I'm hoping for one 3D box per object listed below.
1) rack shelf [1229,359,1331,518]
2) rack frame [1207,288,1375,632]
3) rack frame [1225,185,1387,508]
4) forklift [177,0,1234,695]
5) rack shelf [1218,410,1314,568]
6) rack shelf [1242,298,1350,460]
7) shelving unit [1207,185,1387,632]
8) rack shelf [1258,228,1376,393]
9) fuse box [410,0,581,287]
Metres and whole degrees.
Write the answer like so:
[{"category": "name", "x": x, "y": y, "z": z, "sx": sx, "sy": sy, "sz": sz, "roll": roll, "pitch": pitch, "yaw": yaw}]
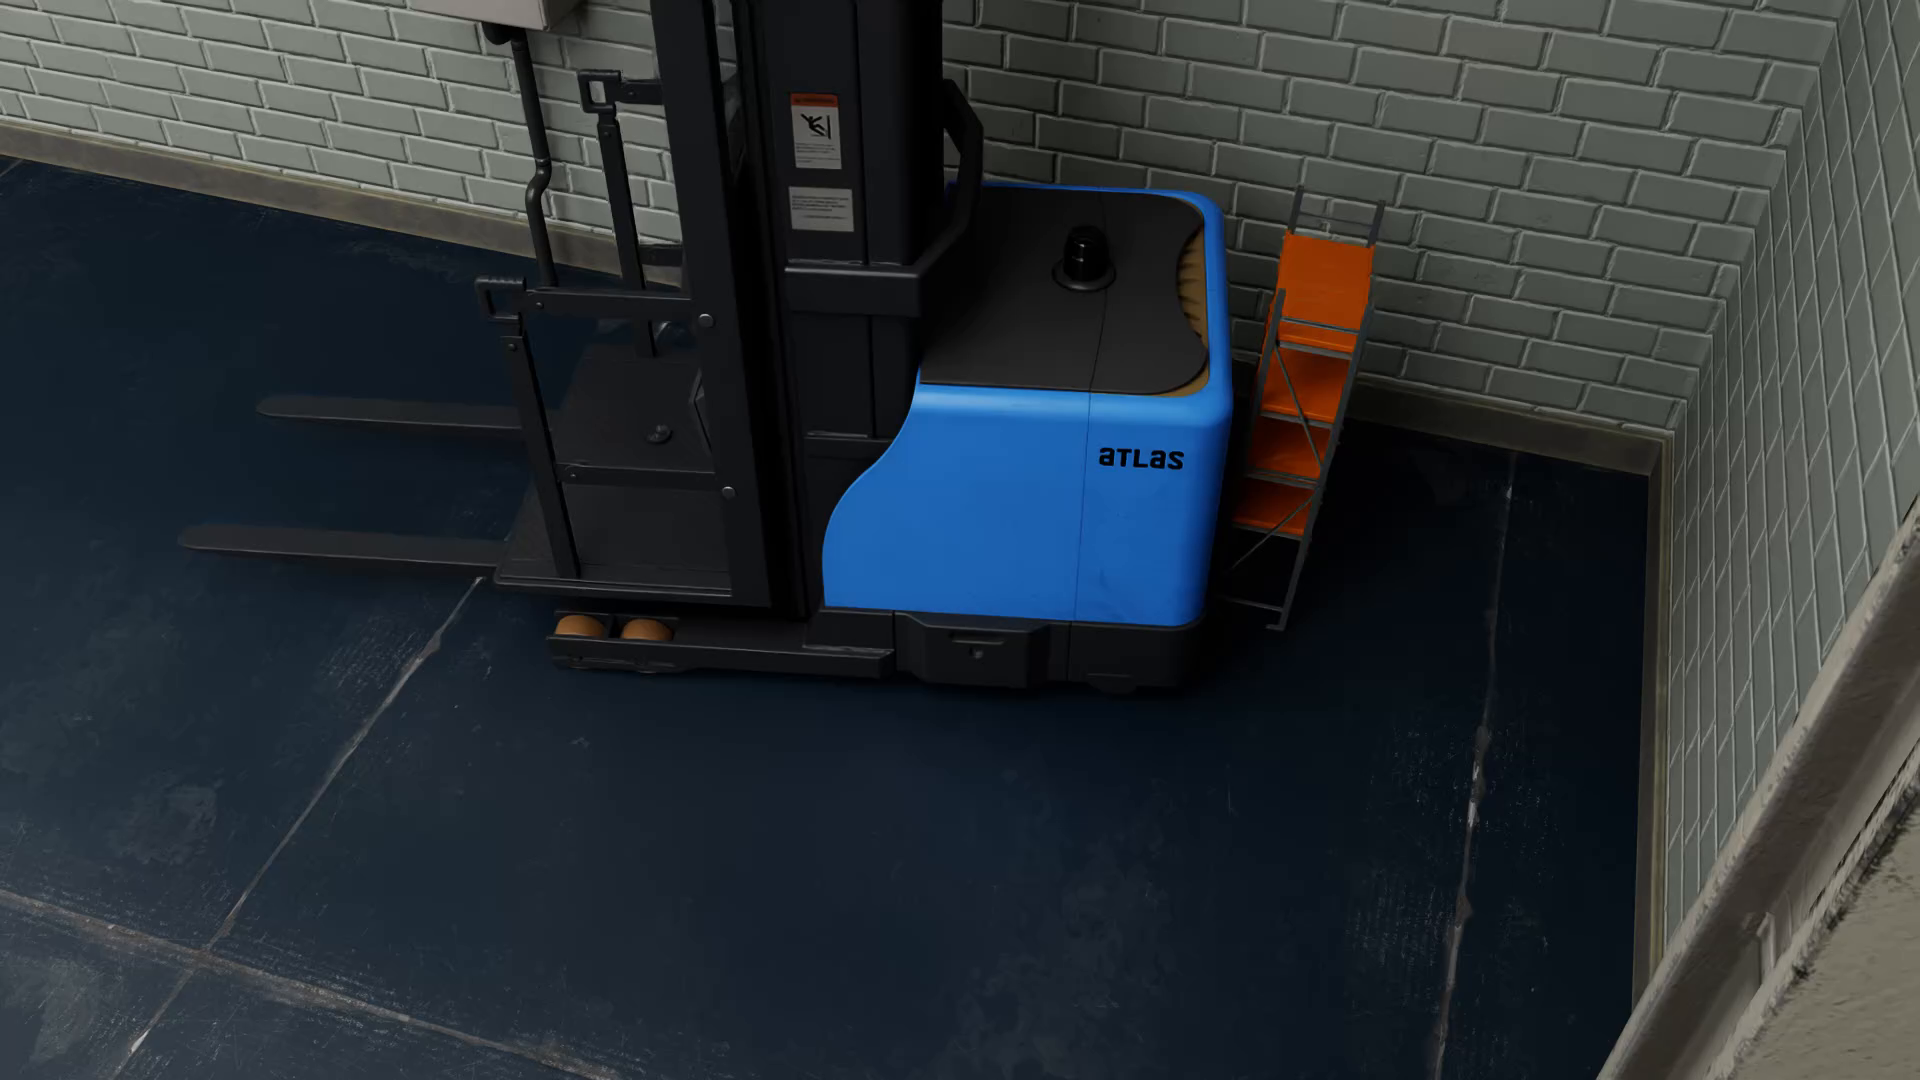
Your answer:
[{"category": "rack shelf", "x": 0.937, "y": -0.296, "z": 4.782, "sx": 0.258, "sy": 0.148, "sz": 0.480, "roll": 12, "pitch": 46, "yaw": 8}, {"category": "rack frame", "x": 0.882, "y": -0.178, "z": 4.565, "sx": 0.240, "sy": 1.200, "sz": 0.015, "roll": 12, "pitch": 46, "yaw": 8}, {"category": "rack frame", "x": 0.999, "y": -0.510, "z": 4.903, "sx": 0.240, "sy": 1.200, "sz": 0.015, "roll": 12, "pitch": 46, "yaw": 8}, {"category": "forklift", "x": -0.784, "y": -1.024, "z": 4.201, "sx": 3.031, "sy": 2.935, "sz": 1.130, "roll": 3, "pitch": 44, "yaw": 3}, {"category": "rack shelf", "x": 0.928, "y": -0.156, "z": 4.922, "sx": 0.258, "sy": 0.148, "sz": 0.480, "roll": 12, "pitch": 46, "yaw": 8}, {"category": "rack shelf", "x": 0.948, "y": -0.454, "z": 4.624, "sx": 0.258, "sy": 0.148, "sz": 0.480, "roll": 12, "pitch": 46, "yaw": 8}, {"category": "shelving unit", "x": 0.941, "y": -0.344, "z": 4.734, "sx": 0.258, "sy": 1.200, "sz": 0.503, "roll": 12, "pitch": 46, "yaw": 8}, {"category": "rack shelf", "x": 0.960, "y": -0.621, "z": 4.456, "sx": 0.258, "sy": 0.148, "sz": 0.480, "roll": 12, "pitch": 46, "yaw": 8}, {"category": "fuse box", "x": -1.511, "y": -1.529, "z": 5.589, "sx": 0.539, "sy": 1.711, "sz": 0.414, "roll": 13, "pitch": 46, "yaw": 13}]
